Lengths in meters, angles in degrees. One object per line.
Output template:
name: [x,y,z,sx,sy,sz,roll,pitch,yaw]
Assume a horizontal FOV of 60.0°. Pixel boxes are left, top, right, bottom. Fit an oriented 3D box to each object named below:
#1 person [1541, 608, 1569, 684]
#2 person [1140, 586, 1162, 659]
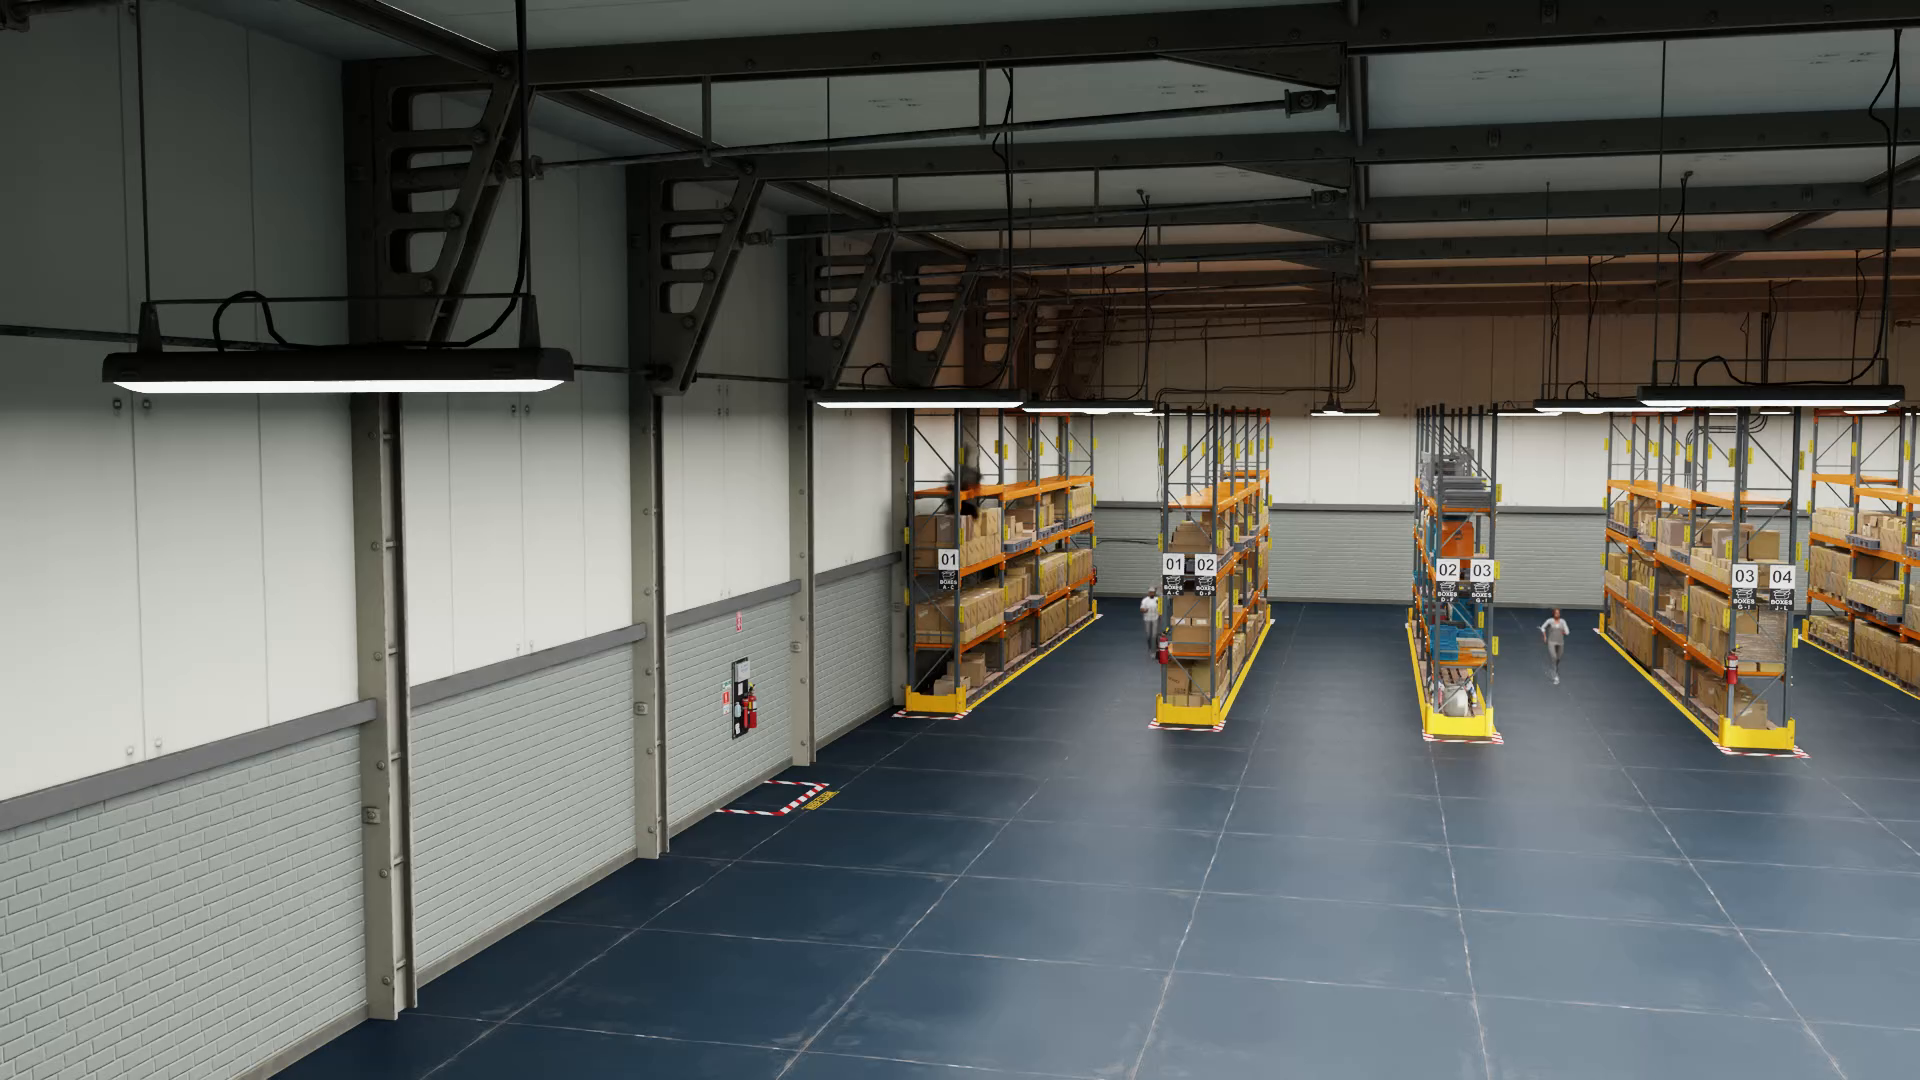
person: [12.935,2.285,36.120,0.531,1.569,0.883,0,4,3]
person: [4.587,1.944,39.826,0.575,1.696,0.909,1,4,11]
